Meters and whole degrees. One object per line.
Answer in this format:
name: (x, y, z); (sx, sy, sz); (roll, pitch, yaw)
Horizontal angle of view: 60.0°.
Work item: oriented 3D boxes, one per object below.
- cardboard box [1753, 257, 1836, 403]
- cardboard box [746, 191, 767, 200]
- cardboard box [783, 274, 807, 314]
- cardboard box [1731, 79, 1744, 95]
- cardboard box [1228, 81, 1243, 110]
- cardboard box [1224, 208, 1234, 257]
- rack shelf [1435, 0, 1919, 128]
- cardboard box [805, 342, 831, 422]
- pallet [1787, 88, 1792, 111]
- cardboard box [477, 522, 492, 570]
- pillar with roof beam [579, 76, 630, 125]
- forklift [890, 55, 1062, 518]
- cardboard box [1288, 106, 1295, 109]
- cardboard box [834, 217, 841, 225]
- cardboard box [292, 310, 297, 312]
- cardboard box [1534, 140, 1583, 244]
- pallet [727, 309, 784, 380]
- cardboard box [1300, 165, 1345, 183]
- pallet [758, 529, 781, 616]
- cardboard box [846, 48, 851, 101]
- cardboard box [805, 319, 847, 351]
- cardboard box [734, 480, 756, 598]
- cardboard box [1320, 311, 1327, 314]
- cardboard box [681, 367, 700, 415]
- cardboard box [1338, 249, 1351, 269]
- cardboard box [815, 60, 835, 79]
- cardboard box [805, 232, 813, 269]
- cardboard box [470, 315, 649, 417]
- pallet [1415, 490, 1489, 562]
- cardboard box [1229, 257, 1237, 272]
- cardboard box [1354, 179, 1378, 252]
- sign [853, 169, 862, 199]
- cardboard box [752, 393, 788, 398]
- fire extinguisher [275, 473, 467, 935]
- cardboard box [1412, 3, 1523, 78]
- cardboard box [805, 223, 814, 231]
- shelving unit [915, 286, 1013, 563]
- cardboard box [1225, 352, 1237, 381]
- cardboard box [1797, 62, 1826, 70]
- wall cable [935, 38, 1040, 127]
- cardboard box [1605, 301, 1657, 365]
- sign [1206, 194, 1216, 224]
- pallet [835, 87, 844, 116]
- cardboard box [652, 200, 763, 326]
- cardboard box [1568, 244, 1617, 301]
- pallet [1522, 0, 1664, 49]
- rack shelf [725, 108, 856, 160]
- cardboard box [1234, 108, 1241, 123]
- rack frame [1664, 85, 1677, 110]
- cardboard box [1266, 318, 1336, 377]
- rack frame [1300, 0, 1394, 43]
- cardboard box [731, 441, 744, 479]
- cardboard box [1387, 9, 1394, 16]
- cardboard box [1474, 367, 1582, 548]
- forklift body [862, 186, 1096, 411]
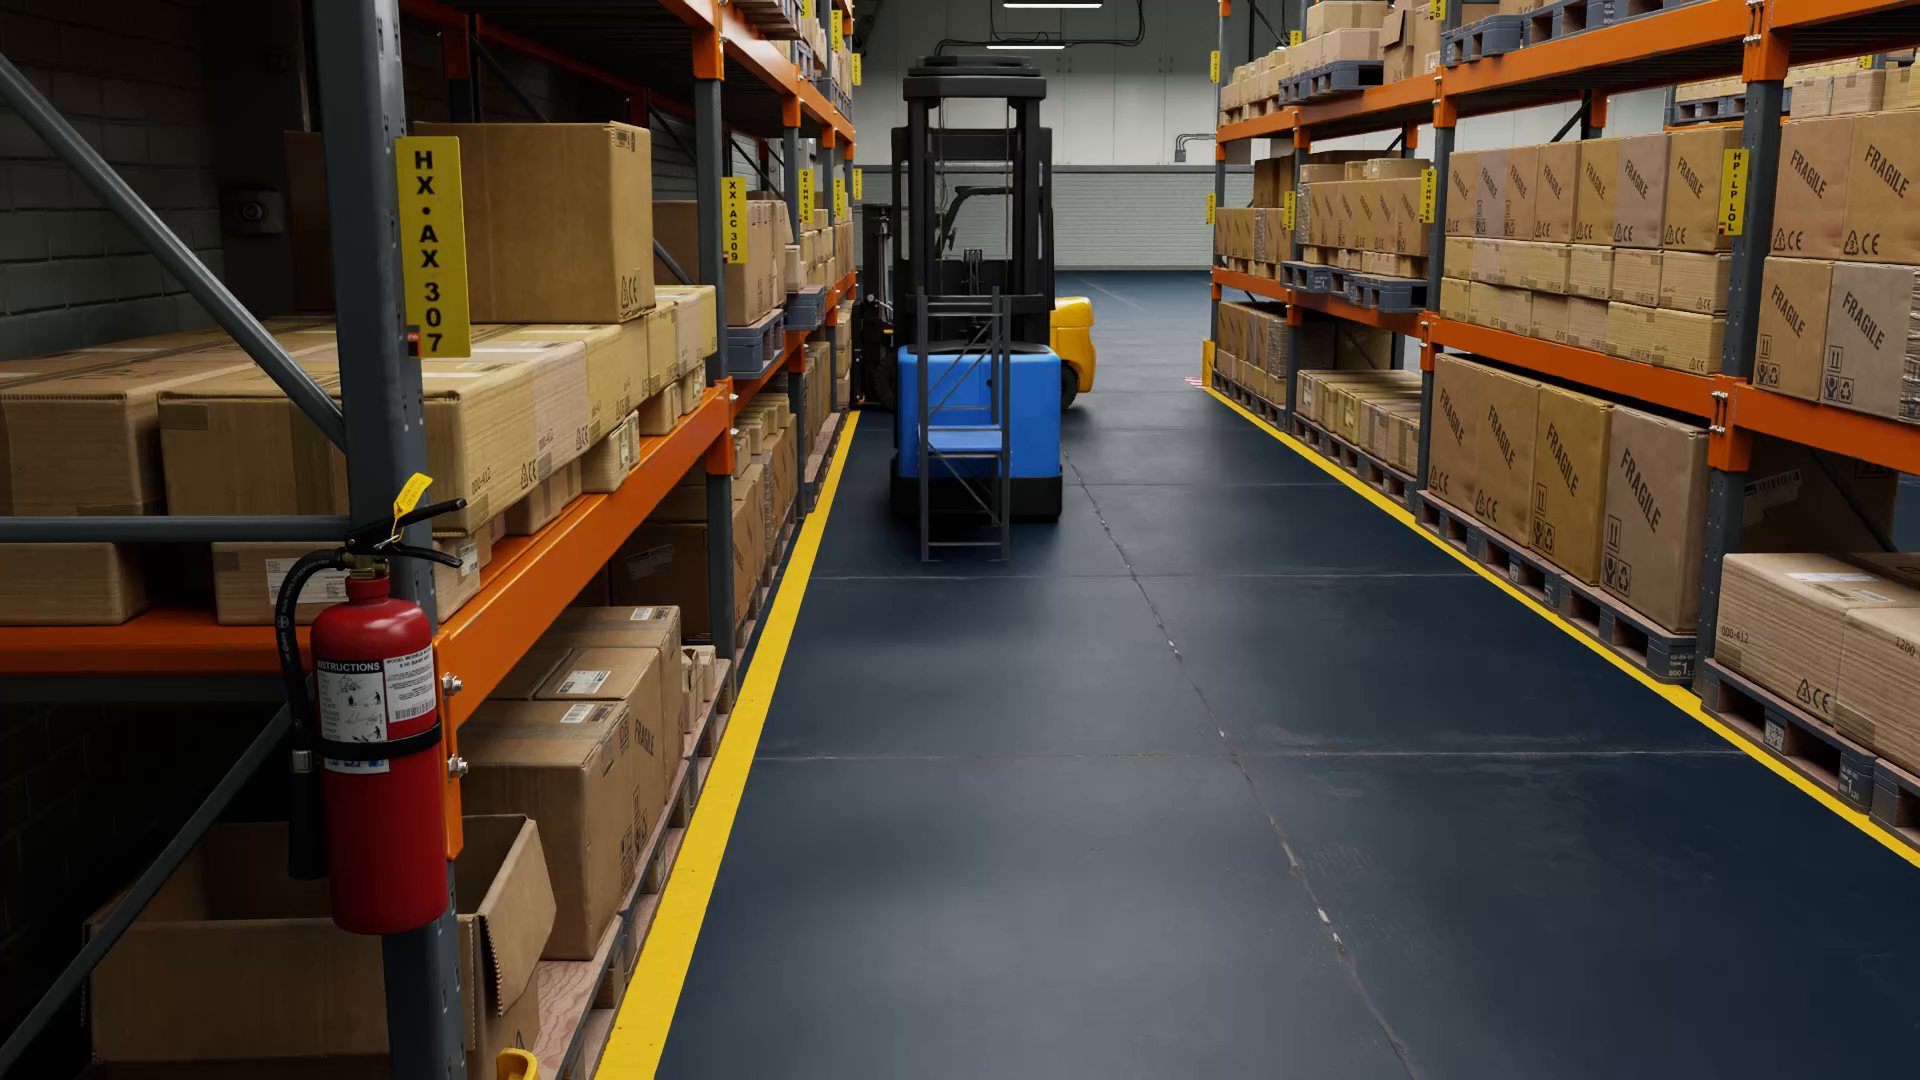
cardboard box: (3.295, -0.780, 6.106); (0.500, 0.500, 0.500); (0, 11, 1)
cardboard box: (-1.889, -2.969, 14.519); (0.380, 0.149, 0.250); (0, 11, -1)
cardboard box: (-1.262, -1.615, 10.851); (0.500, 0.250, 0.500); (0, 11, -1)
cardboard box: (7.959, -4.532, 16.635); (0.380, 0.149, 0.250); (0, 11, -2)
cardboard box: (3.044, -4.552, 17.035); (0.500, 0.250, 0.500); (0, 11, -2)
cardboard box: (3.046, -3.207, 17.323); (0.500, 0.500, 0.500); (0, 11, 1)
rack shelf: (3.506, -2.340, 8.314); (1.077, 0.370, 4.000); (0, 11, -1)
cardboard box: (-1.558, -1.333, 13.999); (0.875, 0.625, 0.625); (0, 11, 1)
pallet: (8.323, -4.045, 15.132); (1.003, 0.211, 1.213); (0, 11, -1)
cardboard box: (-1.116, -0.003, 3.159); (0.380, 0.149, 0.250); (0, 11, 0)
pillar with roof beam: (1.878, -4.812, 11.147); (9.100, 9.000, 0.400); (0, 11, -1)
forklift: (0.069, -1.822, 11.668); (1.130, 2.935, 3.031); (0, 11, -2)
cardboard box: (3.070, -3.824, 14.450); (0.380, 0.149, 0.250); (0, 11, -1)
cardboard box: (-1.295, -2.978, 15.311); (0.380, 0.149, 0.250); (0, 11, 0)
cardboard box: (-1.649, -0.574, 4.975); (0.500, 0.250, 0.500); (0, 11, 0)
cardboard box: (3.253, -1.758, 8.416); (0.500, 0.500, 0.500); (0, 11, 0)
pallet: (-1.322, -0.869, 7.282); (1.003, 0.211, 1.213); (0, 11, -1)
cardboard box: (3.038, -3.039, 13.806); (0.380, 0.149, 0.250); (0, 11, -1)
pallet: (-1.498, 0.158, 8.749); (1.003, 0.211, 1.213); (0, 11, -1)
cardboard box: (-1.410, -4.876, 17.447); (0.500, 0.500, 0.500); (0, 11, 1)
cardboard box: (-1.277, -1.840, 14.929); (0.500, 0.250, 0.500); (0, 11, -2)
cardboard box: (-1.221, 0.012, 7.684); (0.500, 0.500, 0.500); (0, 11, -2)
cardboard box: (3.676, -2.258, 15.987); (0.380, 0.149, 0.250); (0, 11, 2)
cardboard box: (-1.099, -0.515, 5.686); (0.380, 0.149, 0.250); (0, 11, 0)
cardboard box: (3.077, -2.128, 12.578); (0.380, 0.149, 0.250); (0, 11, 1)
cardboard box: (-1.286, -4.086, 14.437); (0.380, 0.149, 0.250); (0, 11, 0)
cardboard box: (-1.272, -1.959, 11.292); (0.500, 0.250, 0.500); (0, 11, 1)
cardboard box: (-1.129, -0.475, 4.485); (0.500, 0.250, 0.500); (-1, 11, -3)
pallet: (3.406, -0.097, 10.004); (1.003, 0.211, 1.213); (0, 11, -1)
cardboard box: (3.003, -2.865, 17.269); (0.380, 0.149, 0.250); (0, 11, 0)
cardboard box: (3.144, -2.313, 11.860); (0.500, 0.500, 0.500); (-1, 12, -5)
sign: (-1.120, -3.872, 18.094); (0.100, 0.325, 0.005); (0, 11, -1)
cardboard box: (-1.234, -0.801, 10.060); (0.380, 0.149, 0.250); (-1, 11, -4)
fire extinguisher: (-0.867, 0.239, 2.468); (0.296, 0.674, 0.183); (0, 11, -1)
cardboard box: (3.455, -3.328, 11.122); (0.700, 0.500, 0.500); (0, 11, -1)
cardboard box: (-1.247, -2.287, 11.905); (0.380, 0.149, 0.250); (0, 11, 0)
shelving unit: (0.009, -0.712, 9.794); (0.538, 1.500, 1.048); (0, 11, -2)
cardboard box: (3.043, -1.806, 17.275); (0.500, 0.250, 0.500); (0, 11, 1)
cardboard box: (8.052, -4.450, 15.227); (0.500, 0.250, 0.500); (0, 11, -1)
wall cable: (0.796, -13.506, 49.108); (3.097, 2.526, 0.112); (0, 11, -1)
cardboard box: (3.277, -0.941, 7.530); (0.500, 0.250, 0.500); (0, 11, -2)
sign: (2.757, -3.632, 18.242); (0.100, 0.325, 0.005); (0, 11, -1)
pallet: (-1.646, -4.232, 16.054); (1.003, 0.211, 1.213); (0, 11, -1)
cardboard box: (-1.201, -1.156, 6.904); (0.700, 0.500, 0.500); (0, 11, 0)
cardboard box: (3.261, -1.285, 7.971); (0.500, 0.250, 0.500); (0, 11, 0)
pallet: (3.557, -2.648, 8.496); (1.003, 0.211, 1.213); (0, 11, 1)
rack shelf: (-1.622, -3.909, 16.049); (1.077, 0.370, 4.000); (0, 11, -1)
cardboard box: (3.048, -4.385, 17.219); (0.380, 0.149, 0.250); (0, 11, 0)
rack frame: (8.246, -6.191, 17.942); (1.000, 3.000, 0.127); (0, 11, -1)
cardboard box: (3.102, -1.758, 15.151); (0.500, 0.500, 0.500); (0, 11, -2)
rack frame: (3.382, -5.355, 13.824); (1.000, 3.000, 0.127); (0, 11, -1)
cardboard box: (-1.243, -0.385, 8.011); (0.380, 0.149, 0.250); (0, 11, -1)
cardboard box: (3.522, -4.148, 13.480); (0.500, 0.250, 0.500); (0, 11, 0)
cardboard box: (3.410, -0.470, 9.118); (0.875, 0.875, 0.875); (0, 11, 0)
forklift body: (0.200, -2.404, 16.499); (2.313, 2.155, 1.214); (0, 11, -1)
